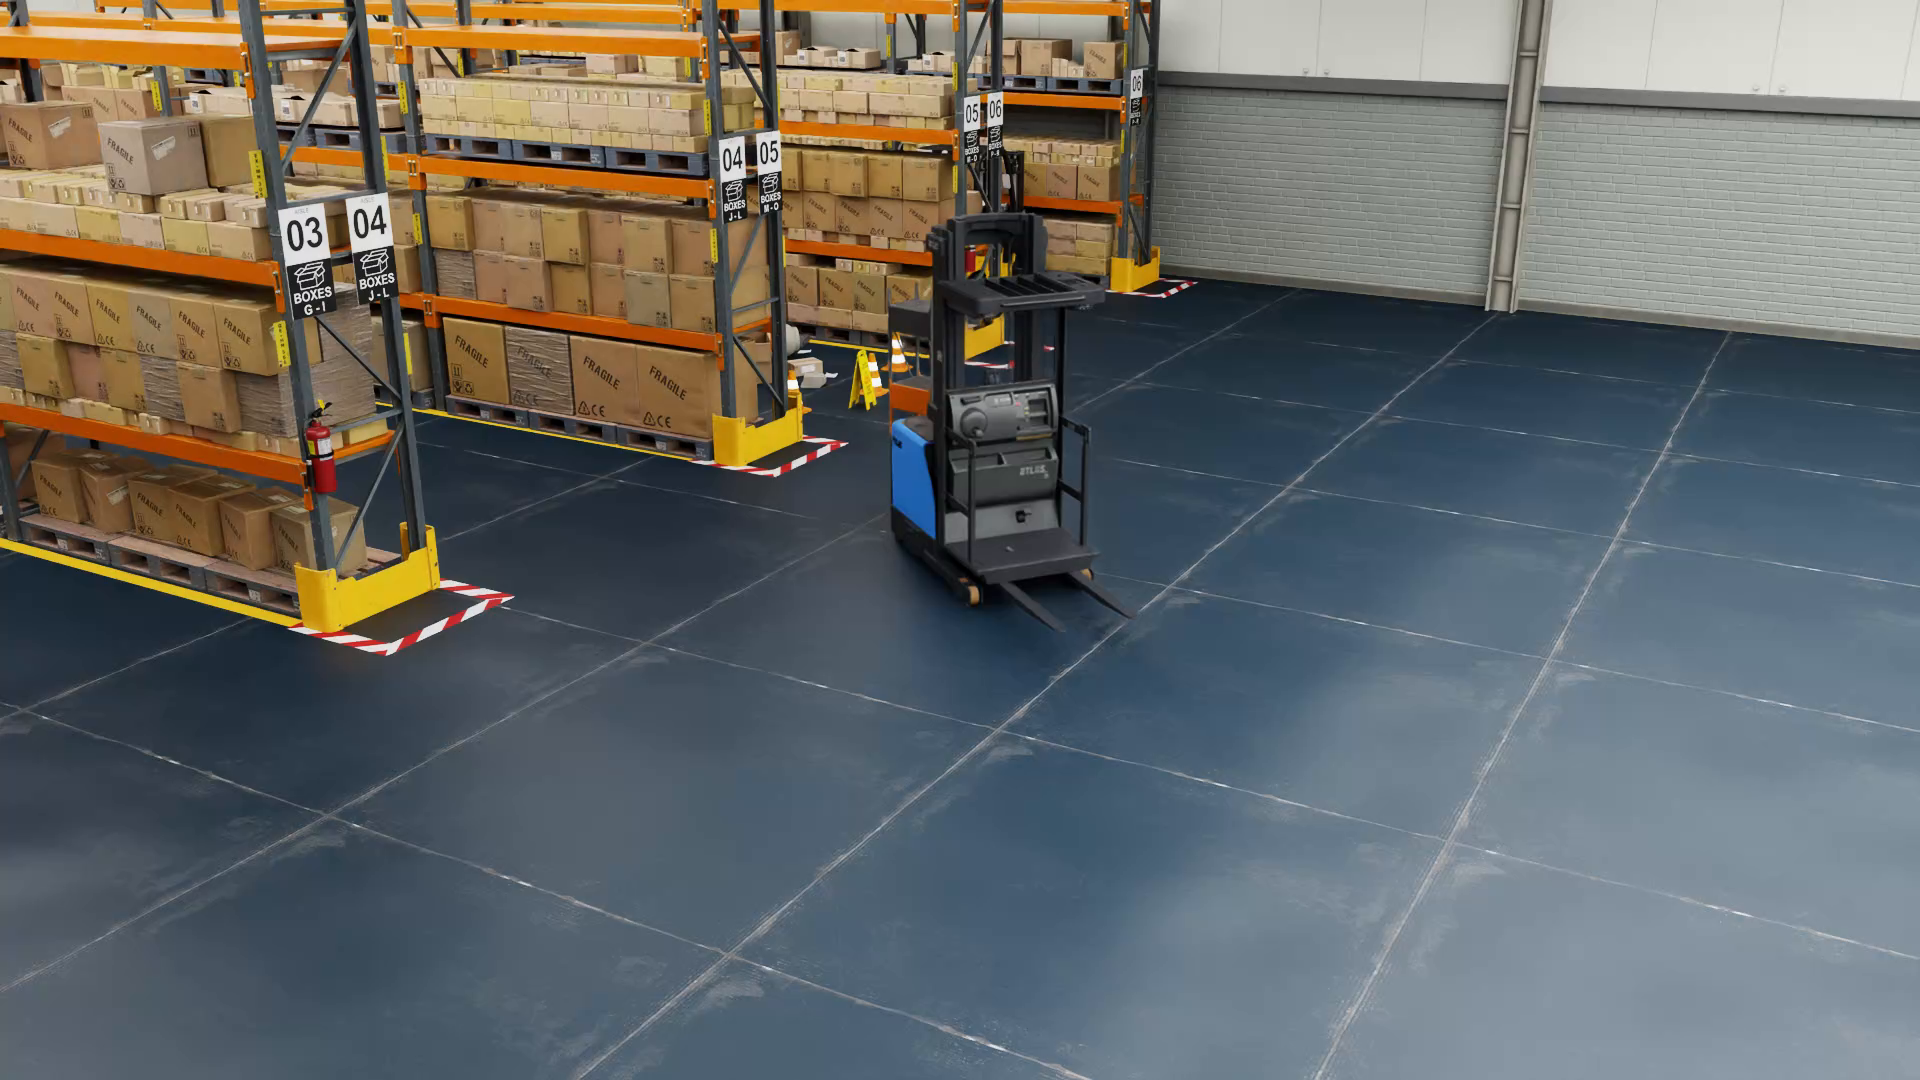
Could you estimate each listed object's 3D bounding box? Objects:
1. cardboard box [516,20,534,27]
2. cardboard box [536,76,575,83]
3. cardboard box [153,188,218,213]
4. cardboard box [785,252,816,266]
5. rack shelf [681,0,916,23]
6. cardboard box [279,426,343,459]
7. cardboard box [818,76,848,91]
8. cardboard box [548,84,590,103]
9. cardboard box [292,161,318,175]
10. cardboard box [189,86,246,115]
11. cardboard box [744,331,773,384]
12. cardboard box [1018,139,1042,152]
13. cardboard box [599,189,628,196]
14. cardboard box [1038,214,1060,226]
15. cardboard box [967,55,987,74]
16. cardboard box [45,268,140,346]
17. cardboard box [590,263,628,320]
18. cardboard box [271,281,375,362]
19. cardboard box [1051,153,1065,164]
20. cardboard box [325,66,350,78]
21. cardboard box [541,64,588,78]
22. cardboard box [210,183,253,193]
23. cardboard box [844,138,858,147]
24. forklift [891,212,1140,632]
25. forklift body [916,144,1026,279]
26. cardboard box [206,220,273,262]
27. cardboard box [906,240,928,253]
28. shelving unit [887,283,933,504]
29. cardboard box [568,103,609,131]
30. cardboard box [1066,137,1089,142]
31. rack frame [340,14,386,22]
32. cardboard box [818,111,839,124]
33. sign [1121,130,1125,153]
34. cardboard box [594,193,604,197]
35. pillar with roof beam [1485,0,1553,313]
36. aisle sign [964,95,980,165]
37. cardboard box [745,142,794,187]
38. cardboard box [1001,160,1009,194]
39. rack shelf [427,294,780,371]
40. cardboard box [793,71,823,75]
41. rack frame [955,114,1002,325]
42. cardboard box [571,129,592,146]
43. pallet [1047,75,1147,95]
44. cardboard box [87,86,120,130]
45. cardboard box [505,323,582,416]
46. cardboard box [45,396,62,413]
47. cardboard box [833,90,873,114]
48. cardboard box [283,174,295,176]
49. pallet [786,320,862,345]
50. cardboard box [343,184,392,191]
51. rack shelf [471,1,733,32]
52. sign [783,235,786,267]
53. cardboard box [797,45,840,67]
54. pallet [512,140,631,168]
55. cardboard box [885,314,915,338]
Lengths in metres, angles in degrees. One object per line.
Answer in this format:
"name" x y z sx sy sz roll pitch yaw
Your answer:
"cardboard box" -7.734 -9.022 29.300 0.258 0.266 0.396 11 22 27
"cardboard box" -4.226 -4.783 17.489 0.250 0.149 0.380 11 23 27
"cardboard box" -5.844 -2.566 12.573 0.250 0.149 0.380 11 23 28
"cardboard box" -2.111 -3.713 21.865 0.250 0.149 0.380 12 23 30
"rack shelf" -2.589 -8.602 26.821 4.000 0.370 1.077 11 23 27
"cardboard box" -4.951 -0.749 12.698 0.250 0.149 0.380 11 23 27
"cardboard box" -1.563 -5.712 20.810 0.250 0.149 0.380 11 23 29
"cardboard box" -3.885 -4.461 16.600 0.250 0.149 0.380 11 23 28
"cardboard box" -9.998 -5.835 25.835 0.500 0.250 0.500 10 22 26
"cardboard box" -8.554 -5.098 19.288 0.500 0.311 0.500 11 23 27
"cardboard box" -2.536 -2.196 19.980 0.637 0.503 0.797 -4 20 -10
"cardboard box" 1.071 -5.981 25.218 0.250 0.149 0.380 11 23 28
"cardboard box" -4.657 -5.059 23.012 0.500 0.500 0.500 12 23 29
"cardboard box" 1.201 -4.833 25.536 0.500 0.250 0.500 11 23 28
"cardboard box" 0.305 -7.229 25.229 0.258 0.266 0.396 10 22 26
"cardboard box" -6.951 -1.887 13.417 0.500 0.500 0.500 11 23 27
"cardboard box" -3.359 -2.675 17.419 0.550 0.550 0.875 11 23 27
"cardboard box" -4.949 -1.711 12.931 0.500 0.500 0.500 11 23 27
"cardboard box" 1.565 -5.776 25.088 0.250 0.149 0.380 11 22 27
"cardboard box" -9.311 -7.010 24.918 0.250 0.166 0.380 9 22 24
"cardboard box" -5.407 -6.375 23.289 0.637 0.503 0.797 11 23 27
"cardboard box" -5.602 -2.708 12.967 0.250 0.149 0.380 11 23 27
"cardboard box" -1.671 -6.412 26.841 0.250 0.149 0.380 11 23 27
"forklift" 0.439 -1.016 13.167 1.130 2.935 3.031 -8 22 -22
"forklift body" 0.104 -4.683 24.419 1.214 2.155 2.313 11 23 27
"cardboard box" -5.146 -2.225 12.220 0.500 0.250 0.500 11 23 29
"cardboard box" -0.474 -3.721 20.890 0.250 0.149 0.380 10 22 27
"shelving unit" -0.315 -1.202 14.896 0.503 2.100 0.431 16 25 37
"cardboard box" -3.532 -4.230 16.549 0.500 0.250 0.500 11 22 27
"cardboard box" 1.802 -6.060 25.436 0.250 0.149 0.380 11 23 28
"rack frame" -11.319 -10.791 31.214 0.127 3.000 1.000 11 23 27
"cardboard box" -1.579 -5.342 20.960 0.250 0.149 0.380 10 22 27
"sign" 2.372 -5.806 24.225 0.005 0.325 0.100 11 23 27
"cardboard box" -4.908 -4.828 23.326 0.250 0.149 0.380 10 22 25
"pillar with roof beam" 5.619 -6.235 18.654 0.400 9.000 9.100 11 23 27
"aisle sign" 0.144 -4.957 20.117 0.004 0.787 0.394 11 23 27
"cardboard box" -2.547 -4.924 21.790 0.500 0.500 0.700 11 23 28
"cardboard box" 0.751 -5.615 25.597 0.500 0.500 0.500 11 23 28
"rack shelf" -3.840 -2.336 17.757 4.000 0.370 1.077 11 23 27
"cardboard box" -1.960 -6.007 21.625 0.250 0.149 0.380 10 22 26
"rack frame" 0.232 -3.832 20.827 0.127 3.000 1.000 11 23 27
"cardboard box" -3.659 -4.043 16.618 0.250 0.149 0.380 11 23 28
"pallet" 2.045 -6.804 24.751 1.213 0.211 1.003 11 23 27
"cardboard box" -10.144 -5.227 20.129 0.500 0.500 0.500 11 23 27
"cardboard box" -4.282 -1.931 18.086 0.875 0.875 0.875 11 23 28
"cardboard box" -7.386 -1.186 13.901 0.250 0.149 0.380 11 23 27
"cardboard box" -1.240 -5.485 20.769 0.500 0.250 0.500 12 23 29
"cardboard box" -10.774 -5.875 26.314 0.500 0.500 0.500 11 23 28
"pallet" -1.588 -2.882 22.299 1.213 0.211 1.003 11 23 27
"cardboard box" -6.914 -3.773 19.053 0.500 0.500 0.700 11 23 28
"rack shelf" -5.006 -7.123 22.745 4.000 0.370 1.077 11 23 27
"sign" -1.818 -2.950 17.009 0.005 0.325 0.100 11 23 27
"cardboard box" -2.264 -7.763 26.635 0.500 0.311 0.500 10 22 25
"pallet" -3.816 -4.032 17.111 1.213 0.211 1.003 11 23 27
"cardboard box" -0.626 -2.795 21.385 0.500 0.250 0.500 11 23 27
